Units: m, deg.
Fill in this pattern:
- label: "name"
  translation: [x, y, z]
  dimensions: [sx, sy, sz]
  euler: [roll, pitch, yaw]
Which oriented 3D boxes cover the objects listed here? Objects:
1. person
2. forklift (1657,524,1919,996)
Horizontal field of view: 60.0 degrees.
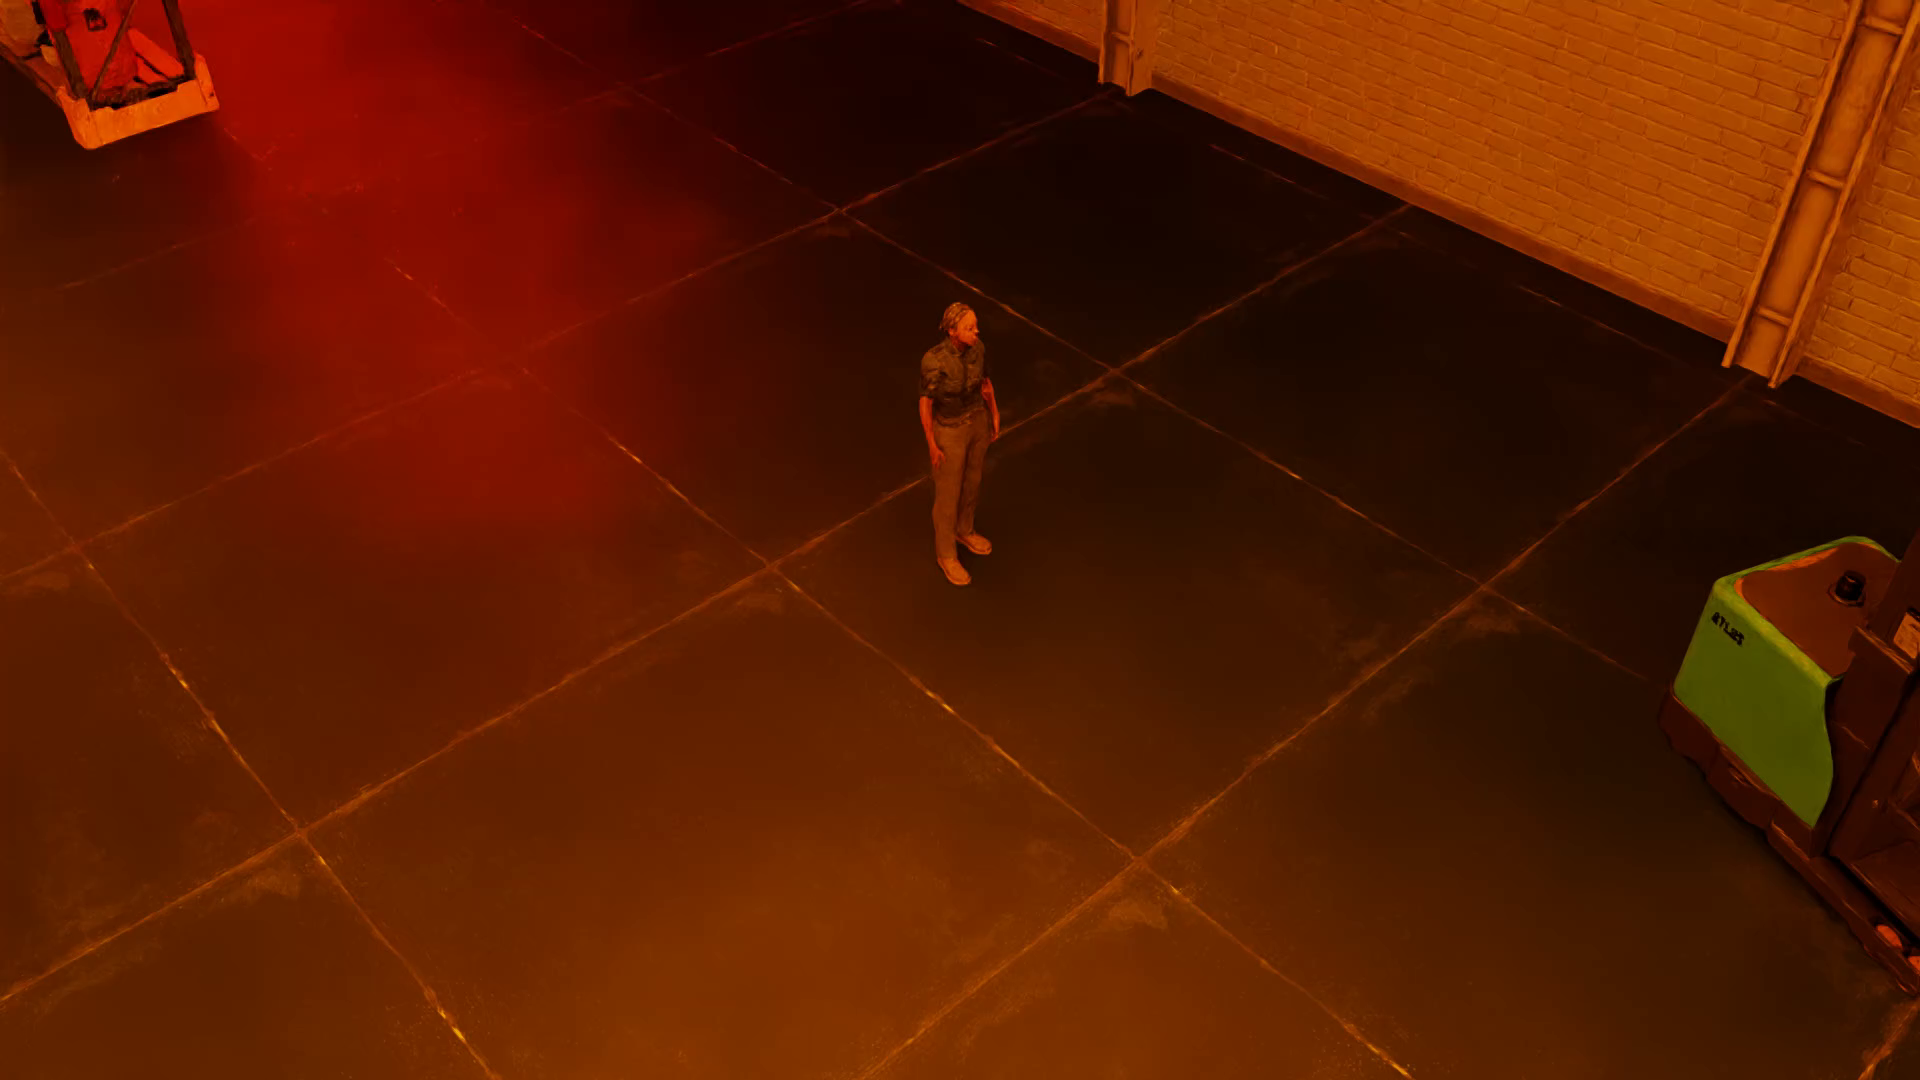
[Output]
- label: "person"
  translation: [0.045, -0.581, 9.548]
  dimensions: [0.570, 1.654, 0.503]
  euler: [-31, 50, -31]
- label: "forklift"
  translation: [4.772, 0.669, 7.134]
  dimensions: [1.130, 2.935, 3.031]
  euler: [-15, 43, -17]
